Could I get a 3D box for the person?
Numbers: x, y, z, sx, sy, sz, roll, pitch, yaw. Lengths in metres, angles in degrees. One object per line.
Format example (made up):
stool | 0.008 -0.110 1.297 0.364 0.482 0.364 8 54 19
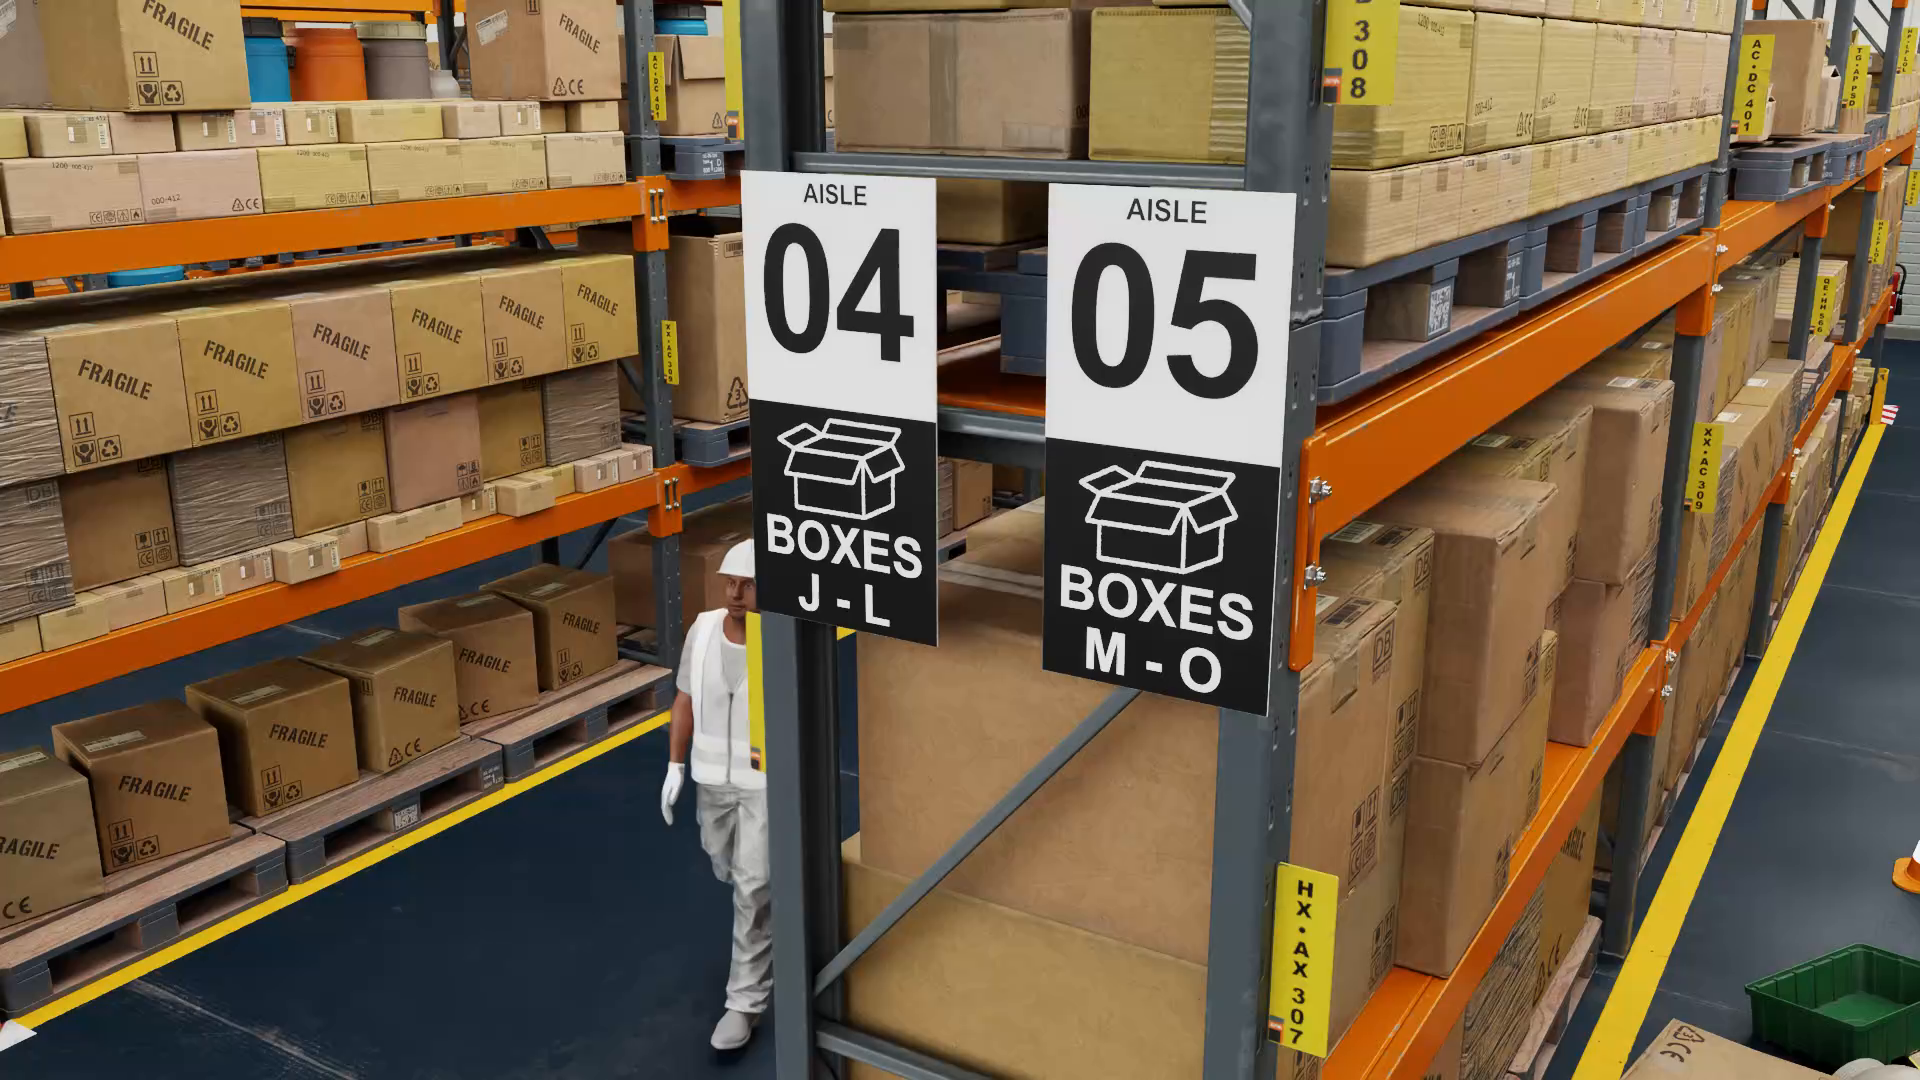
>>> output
person | -0.776 0.849 6.033 0.548 1.749 0.971 6 17 19
